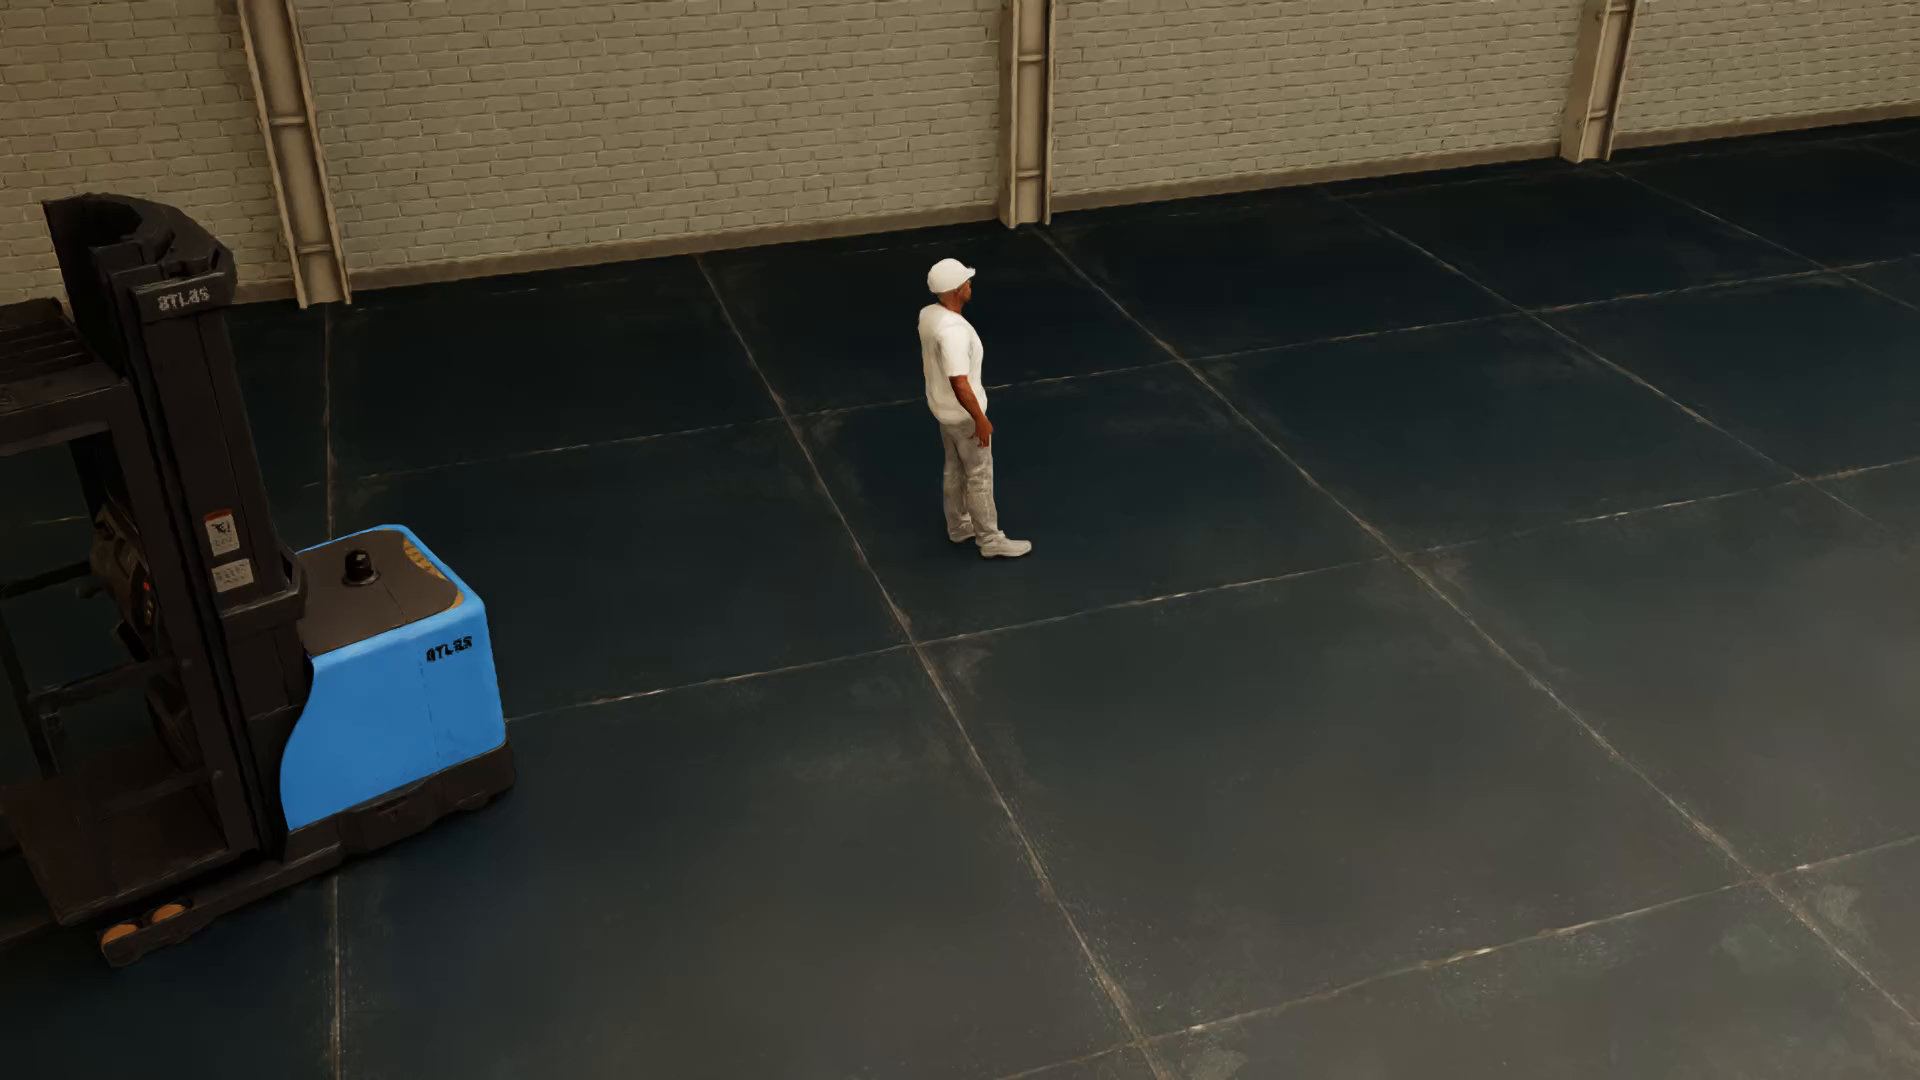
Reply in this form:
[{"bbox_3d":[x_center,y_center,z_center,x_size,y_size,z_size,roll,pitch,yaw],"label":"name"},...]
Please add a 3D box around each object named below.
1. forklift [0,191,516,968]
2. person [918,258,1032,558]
[{"bbox_3d":[-3.579,0.204,6.732,3.031,2.935,1.130,-22,36,-33],"label":"forklift"},{"bbox_3d":[0.068,-0.780,9.597,0.576,1.766,0.665,-10,31,-16],"label":"person"}]
